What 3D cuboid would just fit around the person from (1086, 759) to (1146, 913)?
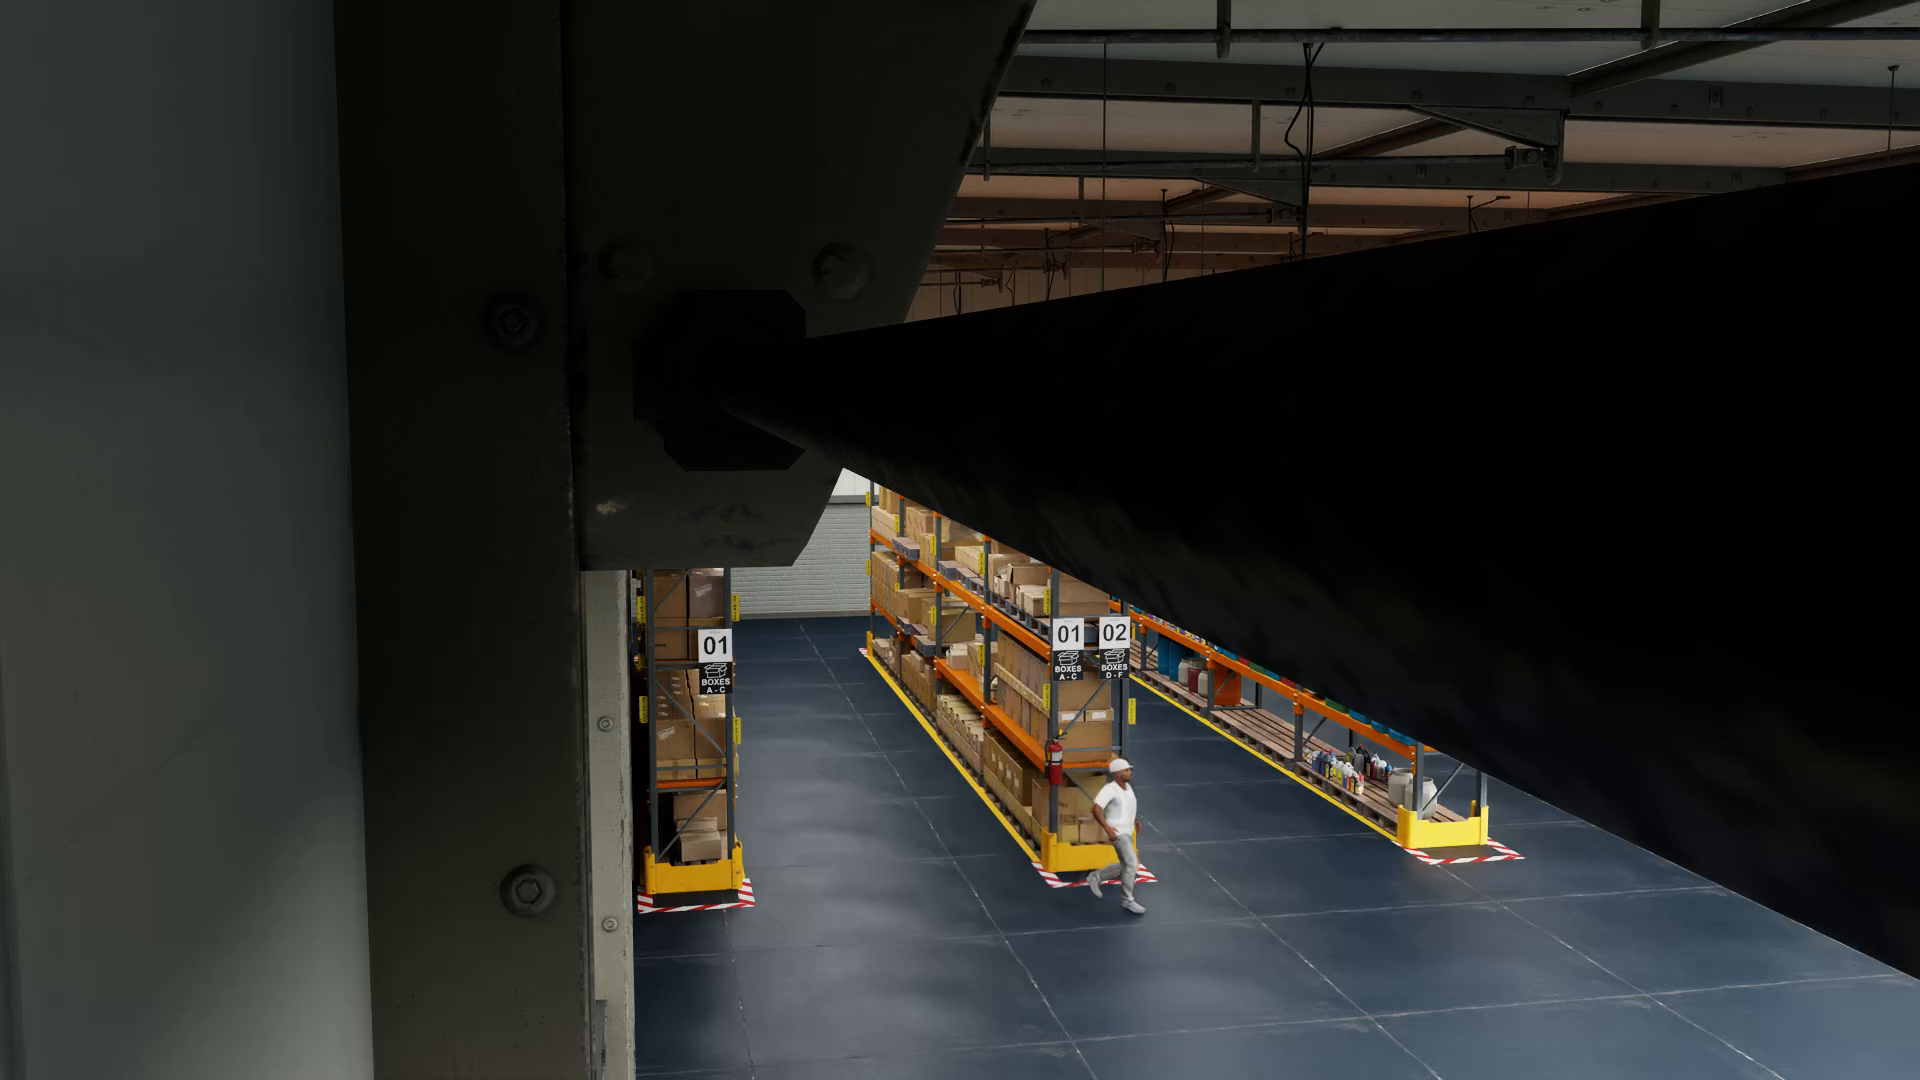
[{"bbox_3d":[1.863,3.439,19.517,0.765,1.750,0.730,3,7,28],"label":"person"}]
